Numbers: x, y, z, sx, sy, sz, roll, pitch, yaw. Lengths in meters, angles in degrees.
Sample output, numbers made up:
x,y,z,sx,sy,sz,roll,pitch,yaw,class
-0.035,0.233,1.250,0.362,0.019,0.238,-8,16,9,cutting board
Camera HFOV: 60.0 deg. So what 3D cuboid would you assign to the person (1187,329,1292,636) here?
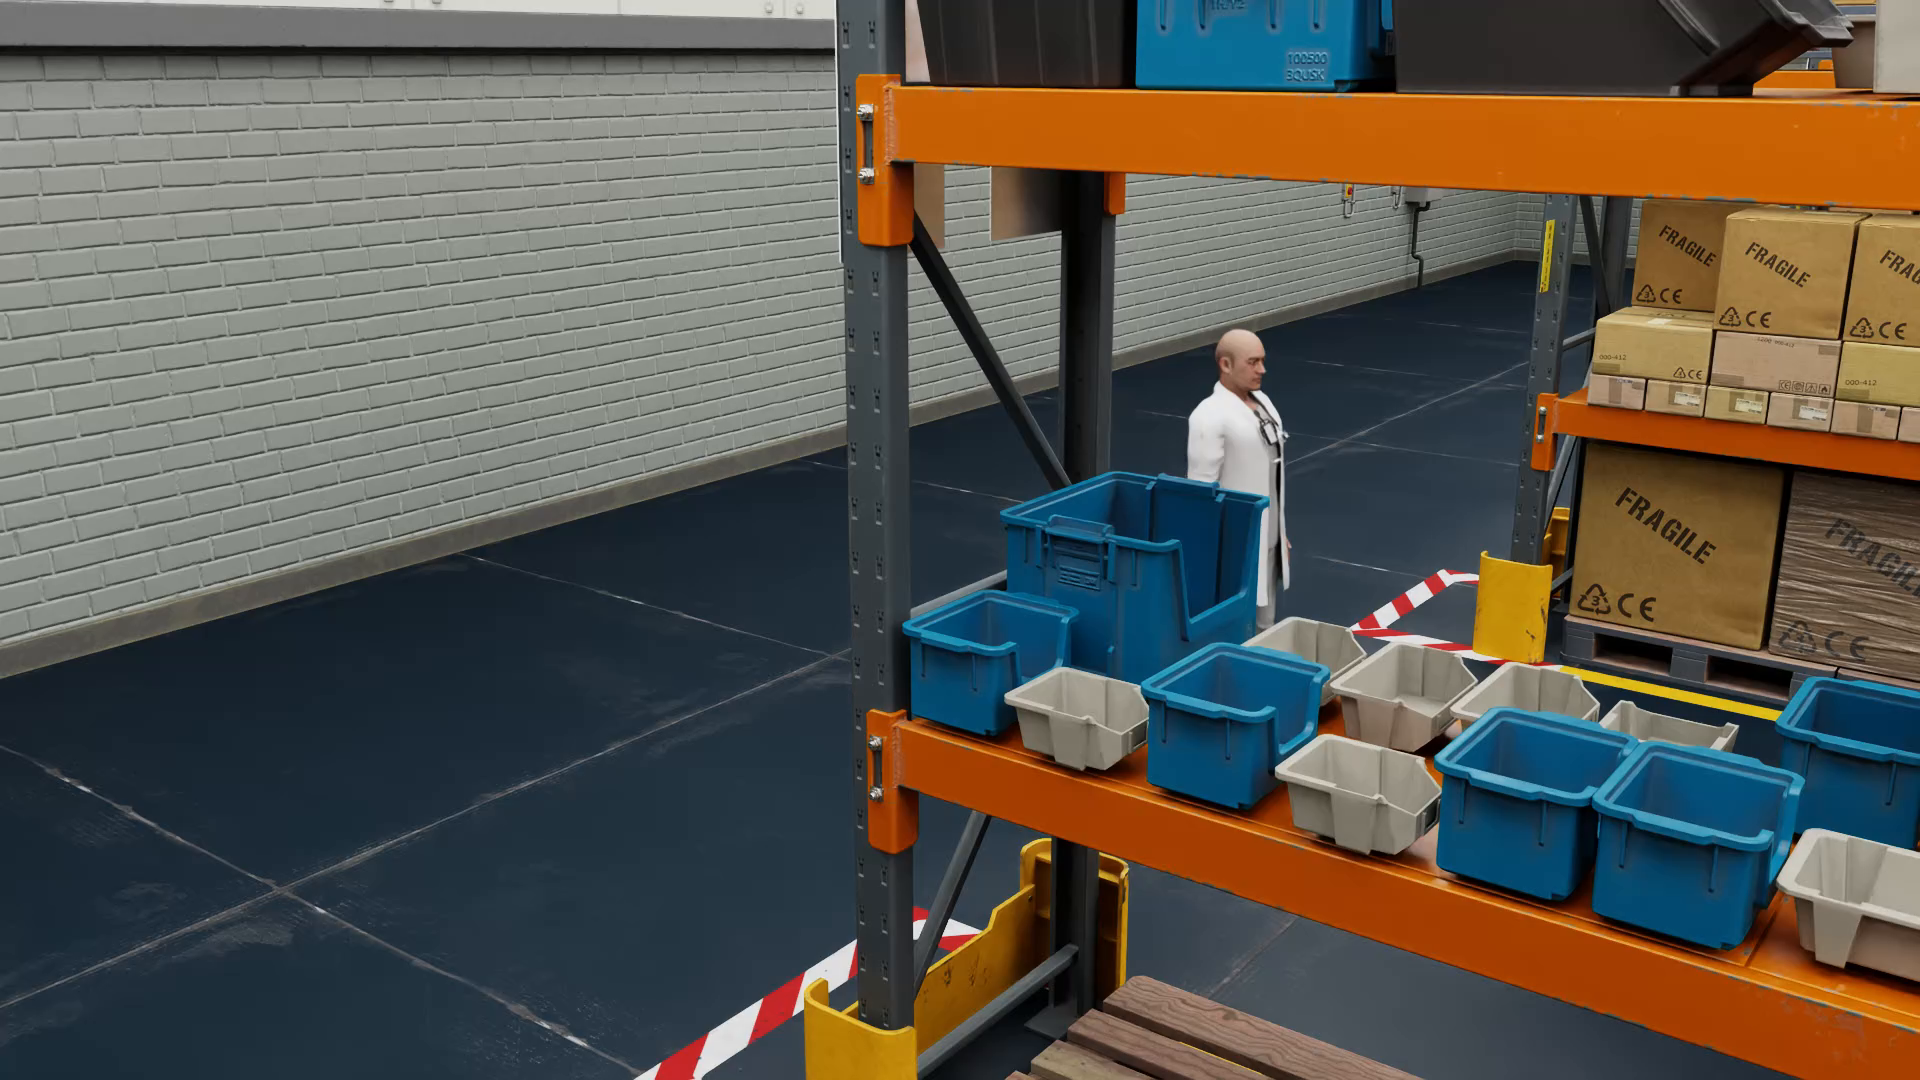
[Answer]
x,y,z,sx,sy,sz,roll,pitch,yaw,class
1.218,0.027,6.921,0.463,1.791,0.619,12,20,35,person
